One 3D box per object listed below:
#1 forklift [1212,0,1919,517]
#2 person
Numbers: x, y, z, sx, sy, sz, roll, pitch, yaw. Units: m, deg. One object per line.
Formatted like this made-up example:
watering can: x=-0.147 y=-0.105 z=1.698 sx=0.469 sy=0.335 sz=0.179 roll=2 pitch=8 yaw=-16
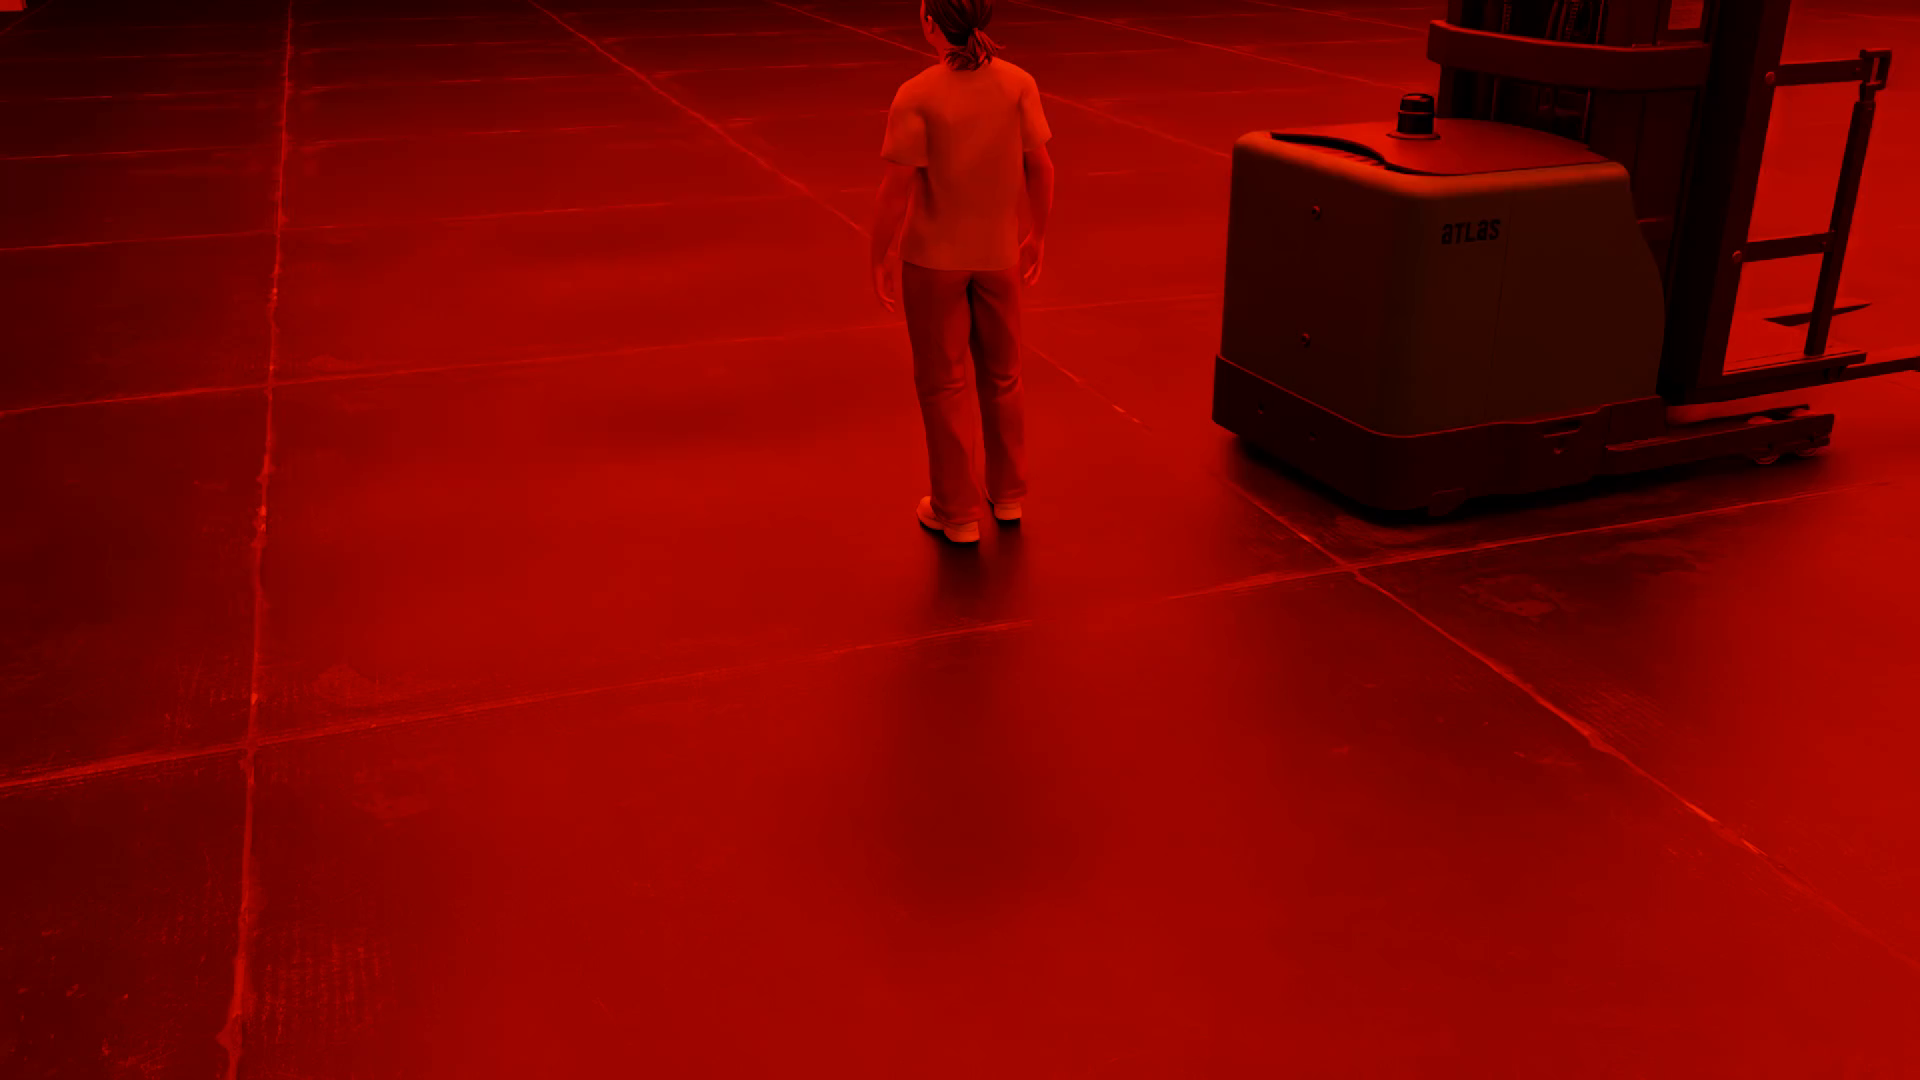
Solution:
forklift: x=2.460 y=-1.784 z=5.540 sx=3.031 sy=2.935 sz=1.130 roll=-10 pitch=25 yaw=-22
person: x=-0.015 y=-0.807 z=4.819 sx=0.555 sy=1.675 sz=0.549 roll=-8 pitch=24 yaw=-18
